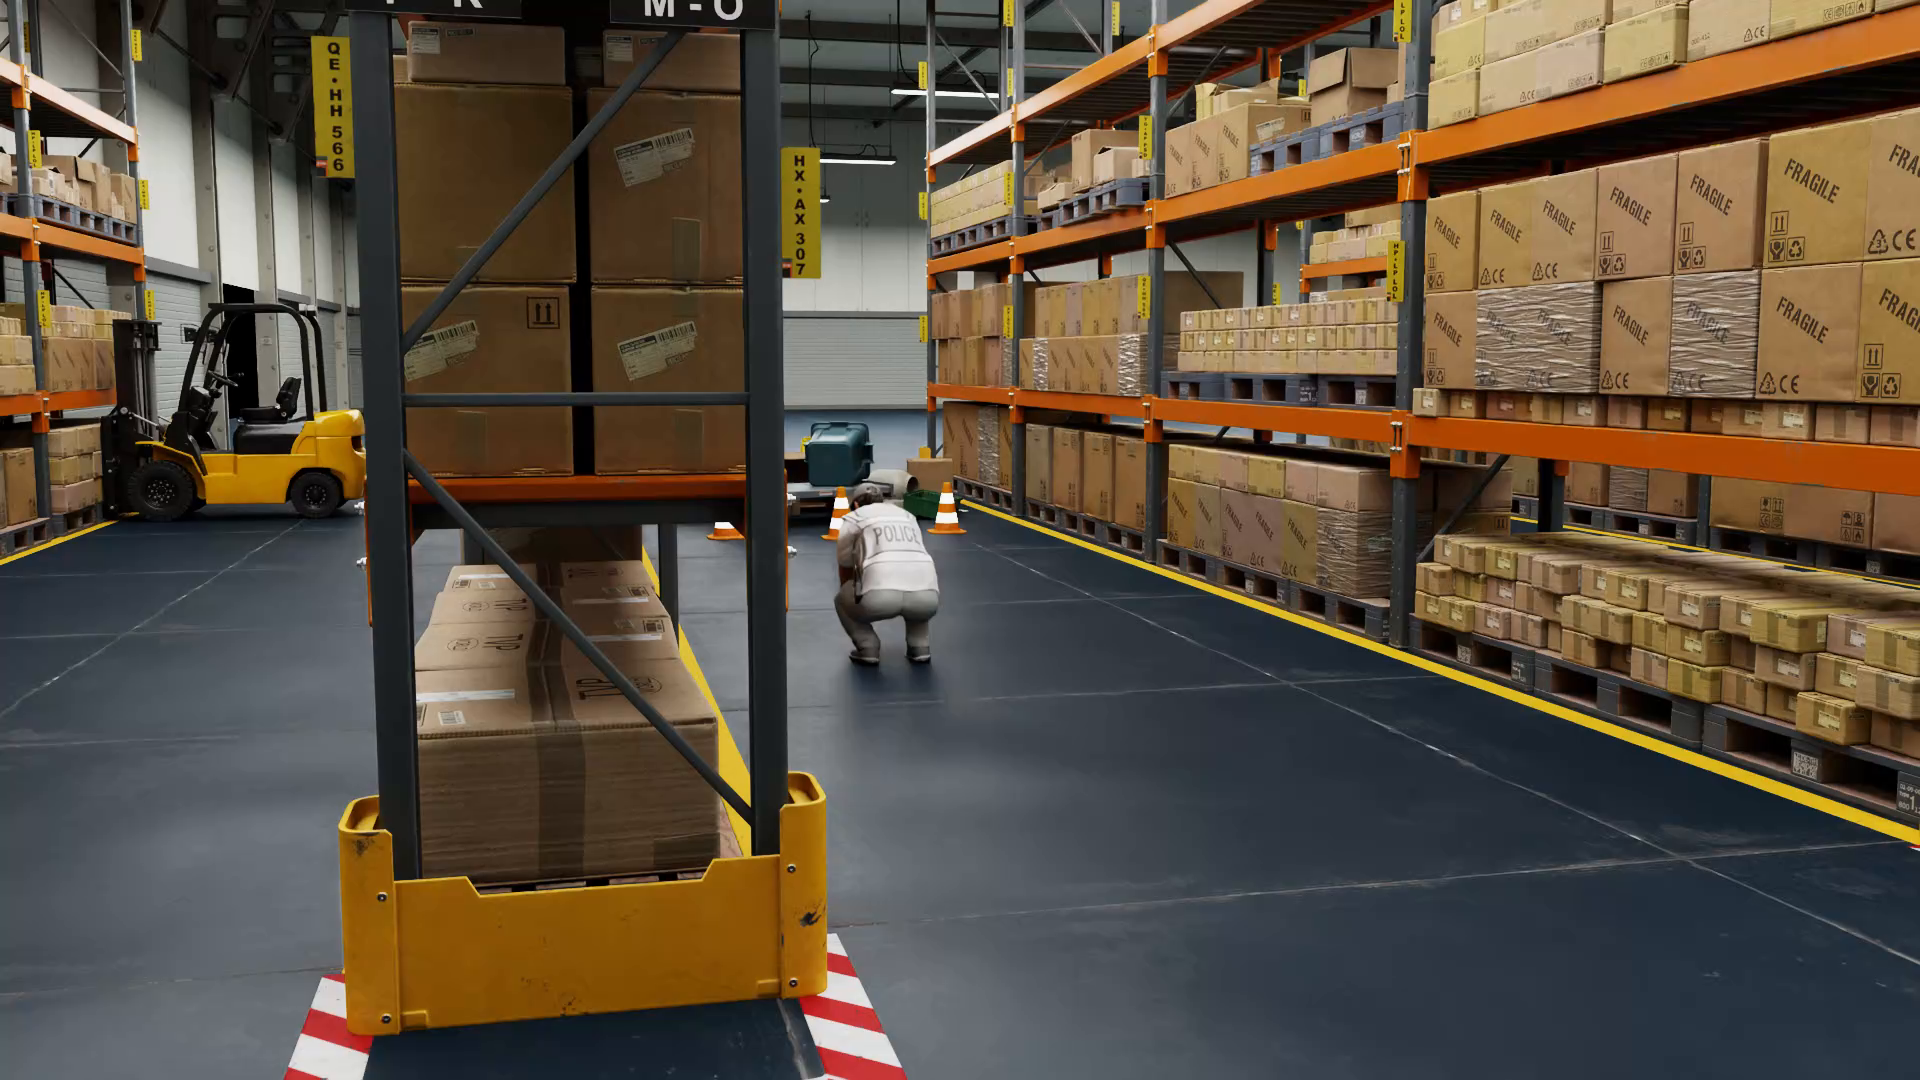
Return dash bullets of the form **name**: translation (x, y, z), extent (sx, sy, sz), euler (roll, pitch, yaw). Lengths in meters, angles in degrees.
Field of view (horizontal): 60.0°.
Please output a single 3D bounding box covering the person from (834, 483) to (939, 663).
- **person**: translation (-0.403, 0.175, 8.992), extent (0.530, 0.938, 0.847), euler (-2, 6, -14)
